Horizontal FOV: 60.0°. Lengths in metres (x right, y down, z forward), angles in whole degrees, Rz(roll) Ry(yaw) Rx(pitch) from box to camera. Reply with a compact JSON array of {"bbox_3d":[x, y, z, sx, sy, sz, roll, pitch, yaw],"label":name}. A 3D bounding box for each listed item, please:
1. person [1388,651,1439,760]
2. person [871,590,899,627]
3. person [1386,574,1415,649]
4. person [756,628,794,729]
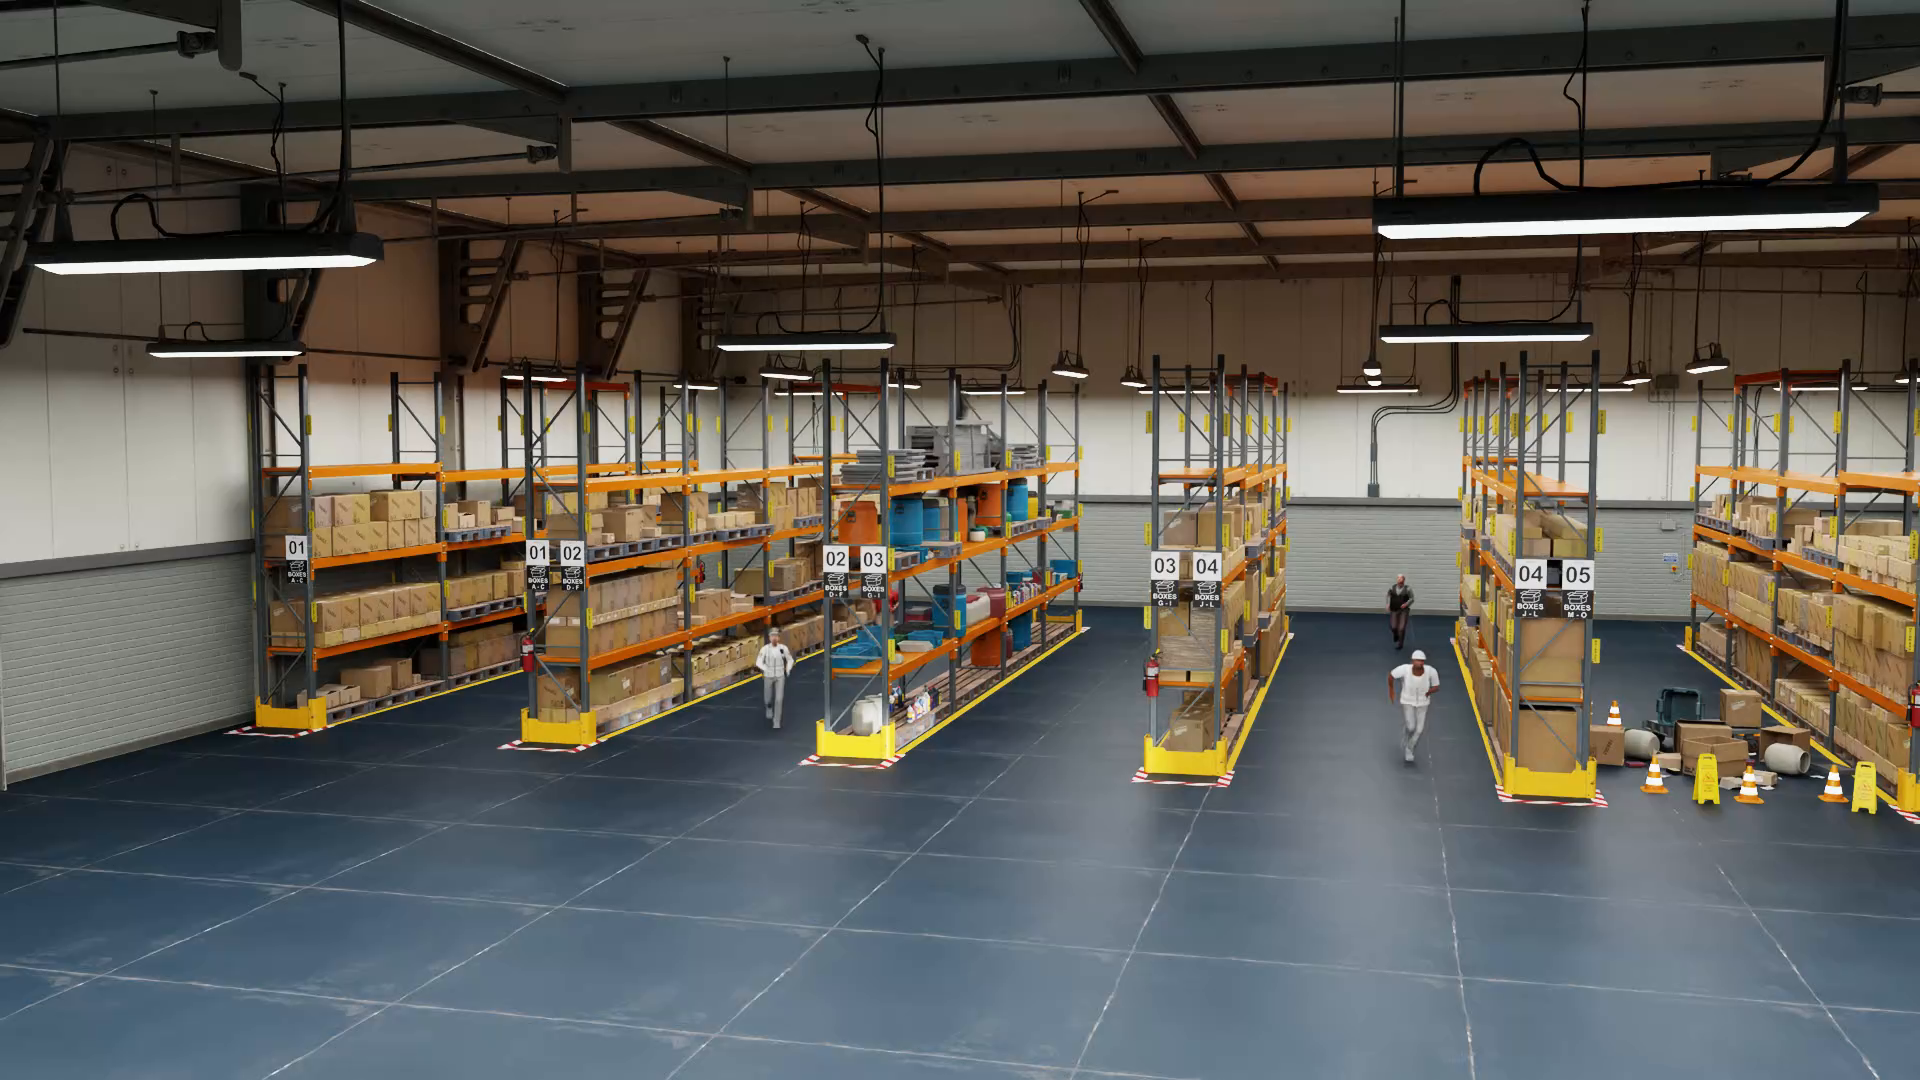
[{"bbox_3d":[6.759,2.463,24.711,0.684,1.681,0.711,0,4,1],"label":"person"},{"bbox_3d":[-1.611,1.679,35.932,0.663,1.688,0.741,0,4,6],"label":"person"},{"bbox_3d":[9.844,1.604,37.259,0.657,1.678,0.578,2,4,26],"label":"person"},{"bbox_3d":[-3.065,2.267,27.606,0.625,1.652,0.726,0,4,-7],"label":"person"}]
